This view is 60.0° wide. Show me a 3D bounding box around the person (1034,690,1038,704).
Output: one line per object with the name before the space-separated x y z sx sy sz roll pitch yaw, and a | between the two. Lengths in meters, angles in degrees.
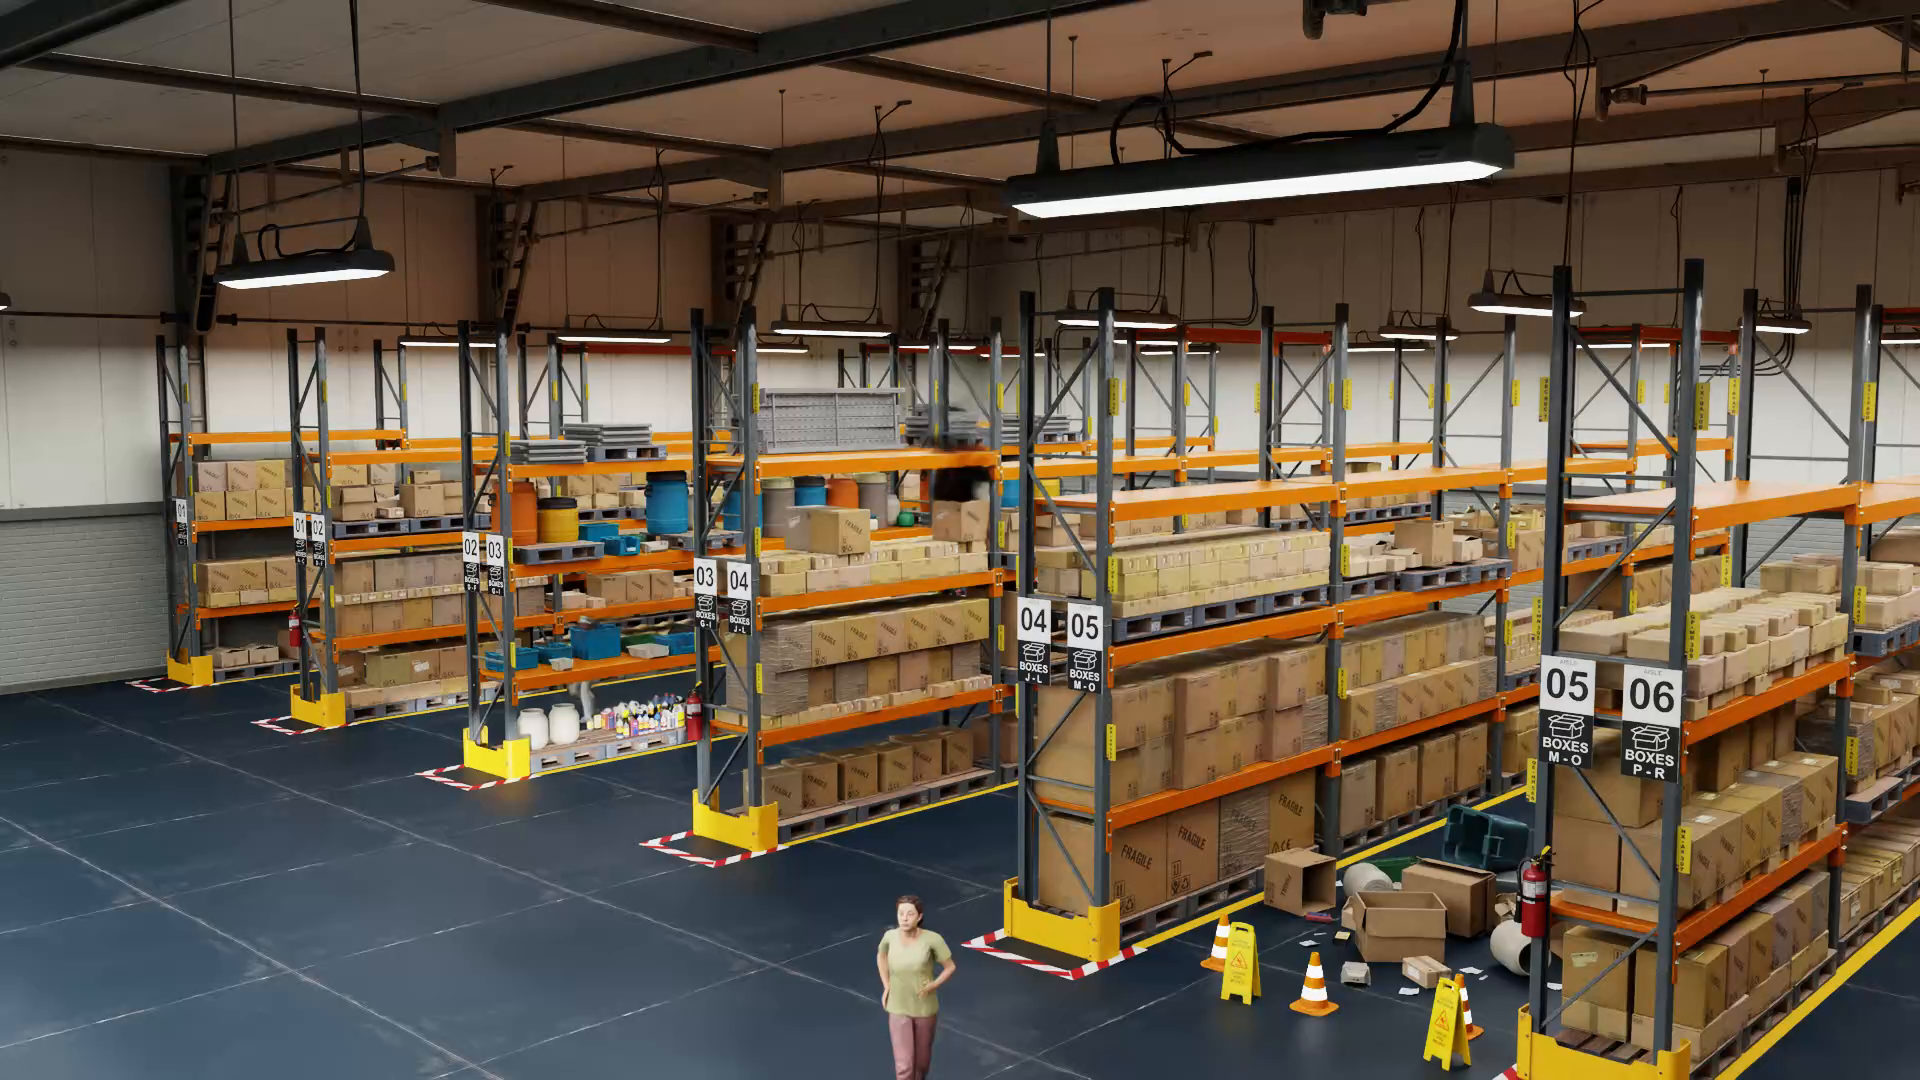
person | 1.230 1.776 26.511 0.698 1.827 0.924 3 6 33

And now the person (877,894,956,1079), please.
person | -0.310 3.262 11.507 0.568 1.675 0.863 0 5 4

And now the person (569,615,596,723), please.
person | -5.736 1.962 25.410 0.575 1.657 0.559 3 6 29
